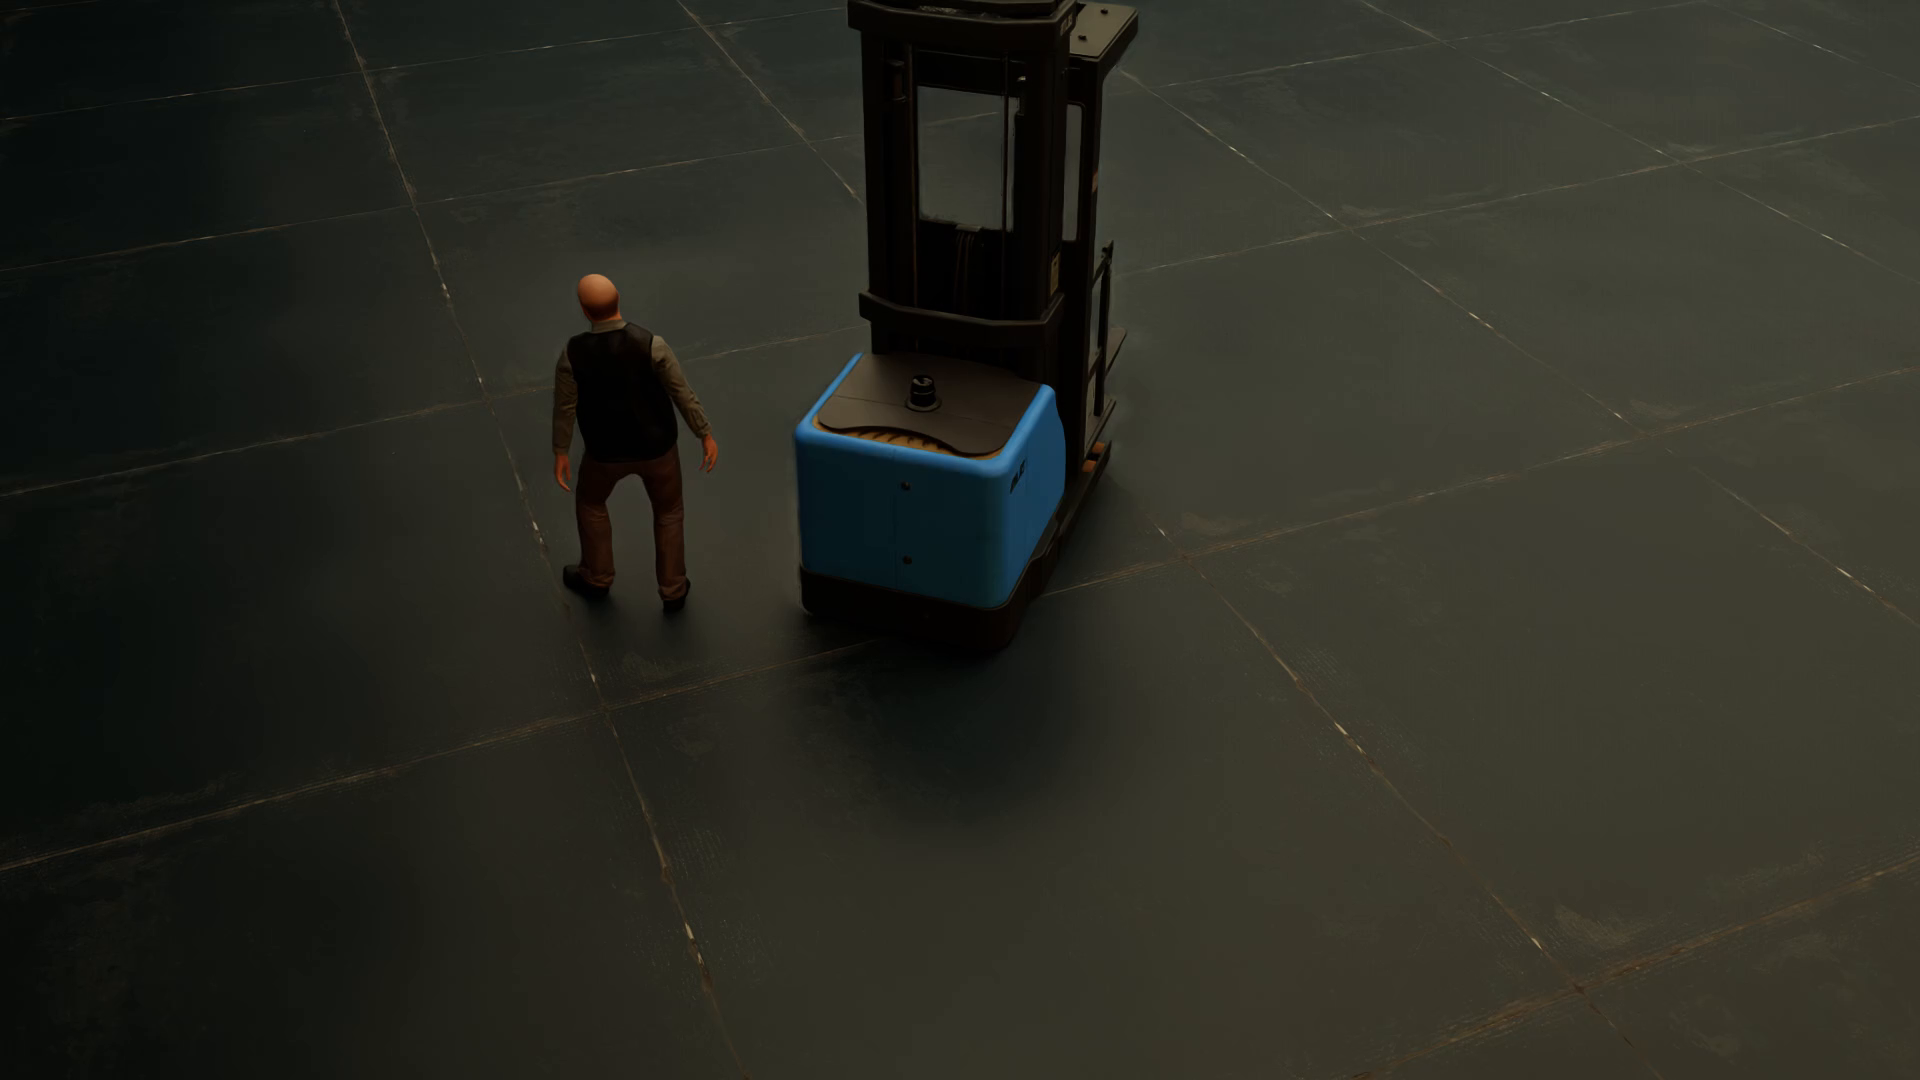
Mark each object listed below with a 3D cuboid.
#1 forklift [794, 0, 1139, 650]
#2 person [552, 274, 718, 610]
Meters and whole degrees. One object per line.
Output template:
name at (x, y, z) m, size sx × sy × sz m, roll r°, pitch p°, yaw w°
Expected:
forklift at (0.193, -1.531, 8.251) m, size 1.130 × 2.935 × 3.031 m, roll 11°, pitch 37°, yaw 15°
person at (-1.562, -0.428, 7.800) m, size 0.850 × 1.693 × 0.407 m, roll -2°, pitch 35°, yaw -3°
